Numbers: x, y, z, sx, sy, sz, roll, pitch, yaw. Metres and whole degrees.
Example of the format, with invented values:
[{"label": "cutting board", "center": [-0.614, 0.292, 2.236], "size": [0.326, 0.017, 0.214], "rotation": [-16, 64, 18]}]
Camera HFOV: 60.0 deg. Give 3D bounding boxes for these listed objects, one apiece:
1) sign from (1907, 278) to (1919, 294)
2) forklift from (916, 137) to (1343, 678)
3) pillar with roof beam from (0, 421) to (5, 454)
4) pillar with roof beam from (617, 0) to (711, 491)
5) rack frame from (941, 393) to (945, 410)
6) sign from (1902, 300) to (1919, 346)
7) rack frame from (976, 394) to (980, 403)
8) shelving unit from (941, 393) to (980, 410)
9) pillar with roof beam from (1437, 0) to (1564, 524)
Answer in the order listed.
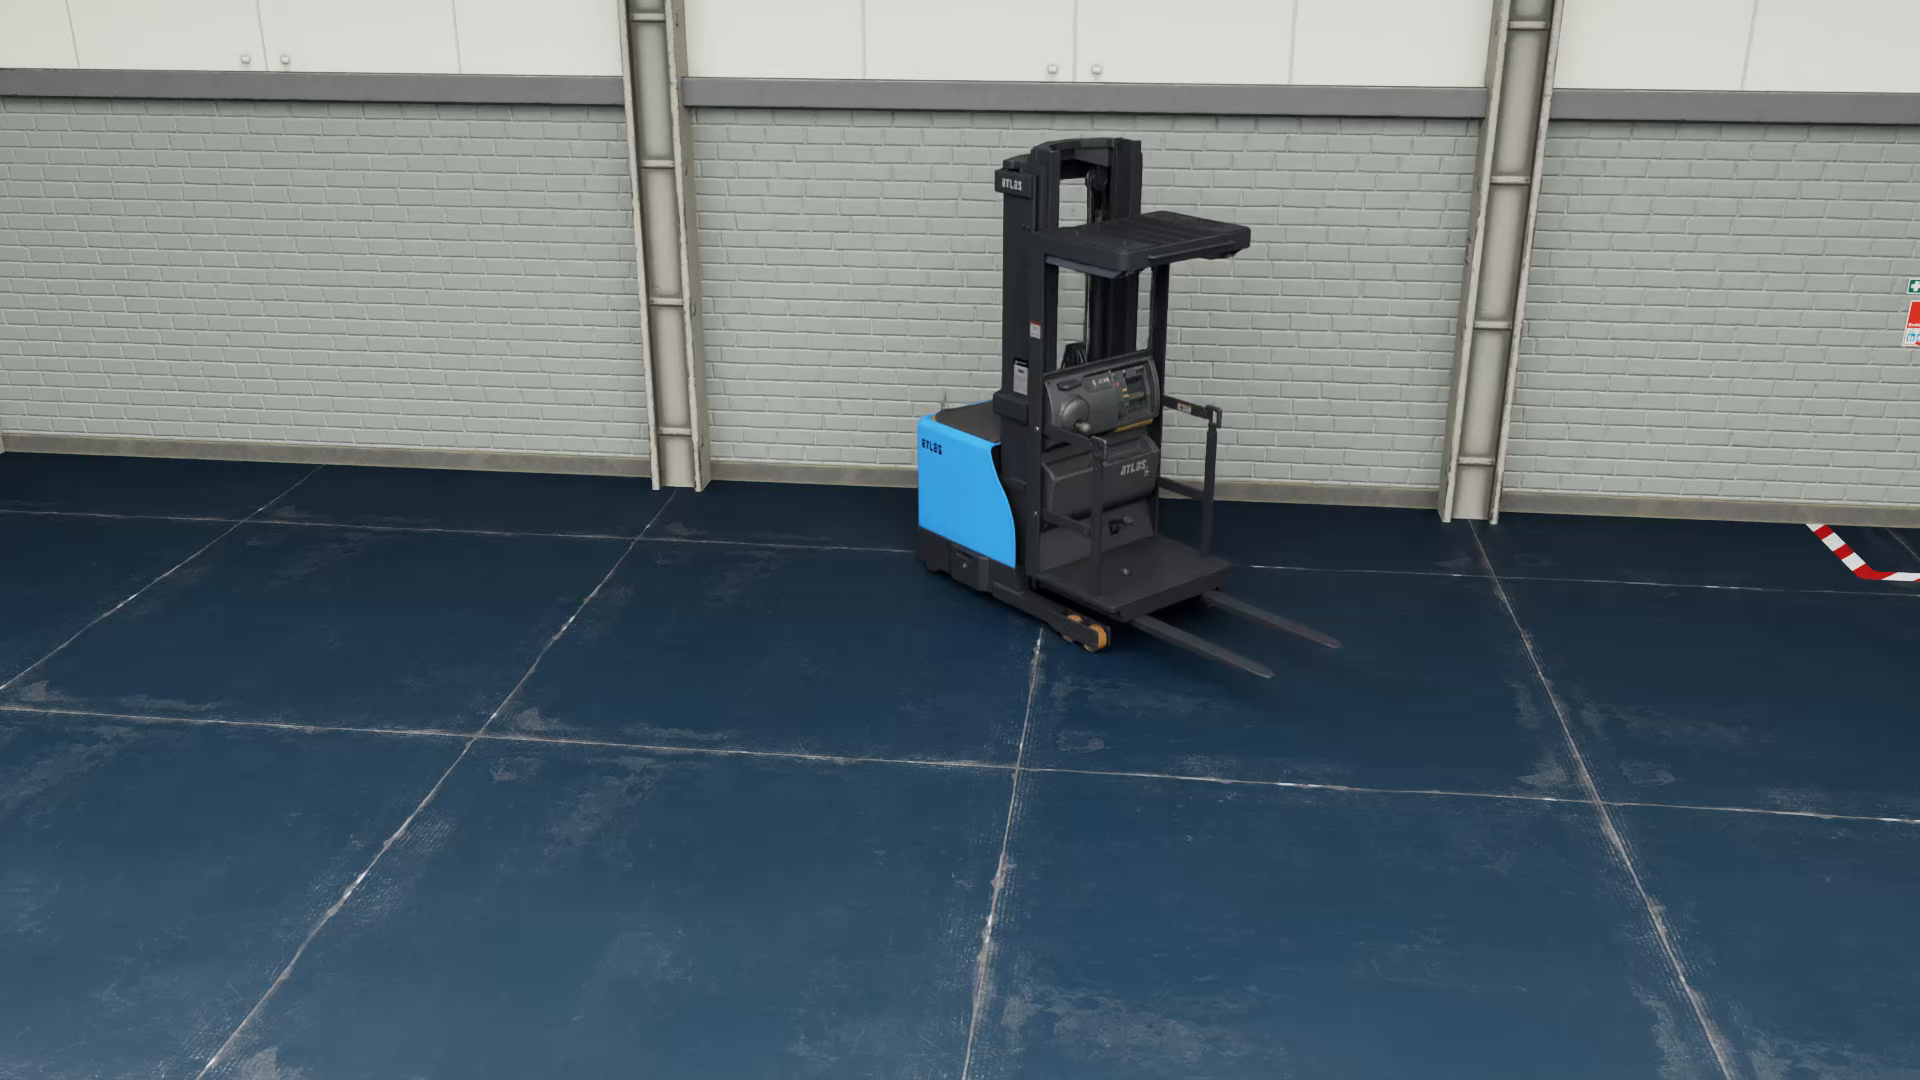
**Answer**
[{"label": "sign", "center": [6.754, -1.759, 11.539], "size": [0.331, 0.109, 0.001], "rotation": [2, 22, 6]}, {"label": "forklift", "center": [1.027, -0.886, 10.194], "size": [1.130, 2.935, 3.031], "rotation": [-17, 27, -36]}, {"label": "pillar with roof beam", "center": [-8.645, -3.314, 8.082], "size": [0.400, 9.000, 9.100], "rotation": [2, 22, 6]}, {"label": "pillar with roof beam", "center": [-2.687, -3.054, 7.425], "size": [0.400, 9.000, 9.100], "rotation": [2, 22, 6]}, {"label": "rack frame", "center": [-0.119, -0.512, 11.807], "size": [0.008, 1.050, 0.200], "rotation": [2, 22, 6]}, {"label": "sign", "center": [6.750, -1.516, 11.645], "size": [0.234, 0.329, 0.001], "rotation": [2, 22, 6]}, {"label": "rack frame", "center": [0.124, -0.502, 11.783], "size": [0.008, 1.050, 0.200], "rotation": [2, 22, 6]}, {"label": "shelving unit", "center": [0.003, -0.507, 11.795], "size": [0.252, 1.050, 0.215], "rotation": [2, 22, 6]}, {"label": "pillar with roof beam", "center": [3.272, -2.794, 6.768], "size": [0.400, 9.000, 9.100], "rotation": [2, 22, 6]}]
